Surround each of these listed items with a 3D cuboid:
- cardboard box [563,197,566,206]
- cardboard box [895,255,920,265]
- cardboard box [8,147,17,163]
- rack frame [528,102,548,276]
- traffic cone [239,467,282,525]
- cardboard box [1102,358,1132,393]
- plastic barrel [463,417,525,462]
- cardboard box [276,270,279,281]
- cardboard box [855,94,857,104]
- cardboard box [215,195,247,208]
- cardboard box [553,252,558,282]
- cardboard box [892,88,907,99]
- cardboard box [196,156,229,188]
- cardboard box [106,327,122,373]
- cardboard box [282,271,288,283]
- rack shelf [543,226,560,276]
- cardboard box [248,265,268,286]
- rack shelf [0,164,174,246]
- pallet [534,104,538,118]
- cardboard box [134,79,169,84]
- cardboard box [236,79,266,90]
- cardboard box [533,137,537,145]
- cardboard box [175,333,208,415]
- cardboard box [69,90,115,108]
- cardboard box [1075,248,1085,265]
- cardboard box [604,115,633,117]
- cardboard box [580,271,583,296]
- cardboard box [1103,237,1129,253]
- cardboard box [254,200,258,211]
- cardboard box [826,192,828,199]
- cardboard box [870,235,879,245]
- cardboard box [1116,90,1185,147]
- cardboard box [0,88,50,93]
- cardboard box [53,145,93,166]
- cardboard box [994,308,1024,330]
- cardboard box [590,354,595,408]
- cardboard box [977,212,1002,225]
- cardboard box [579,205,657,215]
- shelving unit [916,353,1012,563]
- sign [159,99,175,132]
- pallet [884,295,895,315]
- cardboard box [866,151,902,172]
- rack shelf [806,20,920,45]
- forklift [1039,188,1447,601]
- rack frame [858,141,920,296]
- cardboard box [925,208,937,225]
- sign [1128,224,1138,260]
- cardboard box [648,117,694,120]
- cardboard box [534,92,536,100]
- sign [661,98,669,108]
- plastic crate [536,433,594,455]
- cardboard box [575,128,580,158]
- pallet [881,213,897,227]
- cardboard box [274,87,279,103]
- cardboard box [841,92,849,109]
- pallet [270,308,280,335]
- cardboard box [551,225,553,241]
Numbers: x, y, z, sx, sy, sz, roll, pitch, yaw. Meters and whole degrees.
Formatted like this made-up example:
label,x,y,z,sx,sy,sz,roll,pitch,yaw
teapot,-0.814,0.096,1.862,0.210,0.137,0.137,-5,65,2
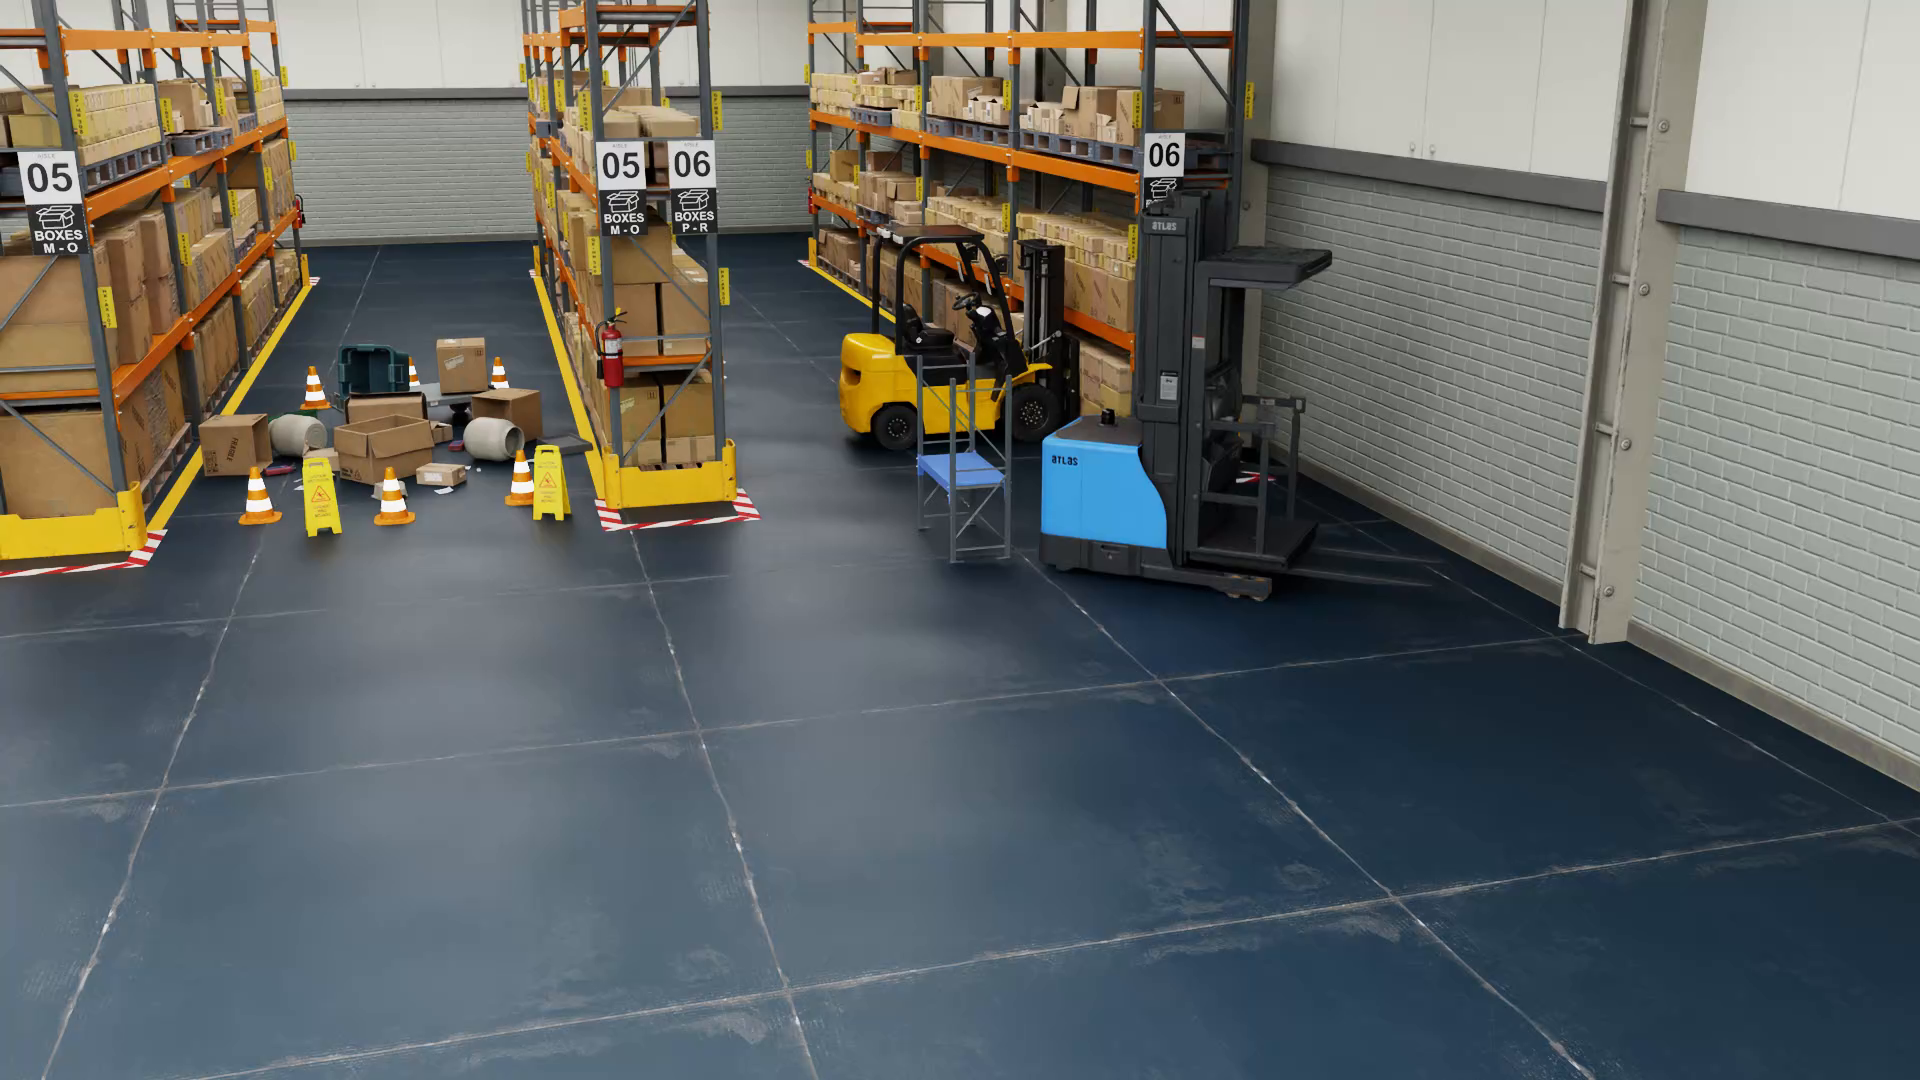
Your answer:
label,x,y,z,sx,sy,sz,roll,pitch,yaw
cardboard box,-4.608,-3.953,20.478,0.500,0.500,0.500,-4,17,-14
cardboard box,-0.775,-4.260,25.408,0.380,0.149,0.250,-5,17,-15
cardboard box,-7.902,-3.133,13.488,0.380,0.149,0.250,-4,17,-14
rack frame,-7.010,-6.207,29.403,1.000,3.000,0.127,-5,17,-15
traffic cone,-6.125,-0.406,14.501,0.336,0.463,0.334,-5,17,-15
cardboard box,1.732,-1.641,16.512,0.500,0.250,0.500,-4,17,-13
plastic barrel,-4.636,-0.999,16.543,0.512,0.421,0.421,7,18,23
cardboard box,-10.557,-3.995,25.228,0.380,0.149,0.250,-4,17,-13
cardboard box,-1.440,-6.946,26.179,0.380,0.149,0.250,-4,17,-14
cardboard box,-10.064,-4.665,22.941,0.380,0.149,0.250,-5,18,-17
cardboard box,-6.227,-4.505,27.458,0.875,0.438,0.875,-5,17,-17
cardboard box,-0.776,-6.517,24.269,0.380,0.149,0.250,-5,17,-15
cardboard box,-11.032,-5.459,24.484,0.500,0.500,0.500,-5,18,-17
cardboard box,-7.662,-1.684,14.082,0.875,0.550,0.550,-5,17,-15
cardboard box,-10.825,-4.140,26.230,0.380,0.149,0.250,-5,17,-16
rack shelf,-5.361,-4.203,23.981,1.077,0.370,4.000,-5,17,-15
cardboard box,-10.066,-3.715,23.419,0.500,0.250,0.500,-4,17,-13
rack shelf,-7.894,-3.008,14.787,1.077,0.370,4.000,-5,17,-15
pallet,-6.126,-6.722,26.057,1.003,0.211,1.213,-5,17,-15
cardboard box,-9.904,-5.518,20.388,0.396,0.266,0.258,-5,17,-15
cardboard box,-10.805,-6.944,25.339,0.380,0.149,0.250,-4,17,-12
cardboard box,-6.987,-6.705,28.022,0.380,0.149,0.250,-5,18,-17
cardboard box,-8.701,-1.757,17.768,1.050,0.750,0.750,-5,17,-16
cardboard box,-7.479,-3.779,14.250,0.380,0.149,0.250,-5,17,-16
cardboard box,1.418,-2.960,17.292,0.380,0.149,0.250,-5,17,-15
cardboard box,-3.192,-3.836,15.345,0.380,0.149,0.250,-5,17,-15
cardboard box,-3.699,-2.798,17.361,0.500,0.500,0.500,-5,17,-15
cardboard box,1.665,-2.969,16.804,0.380,0.149,0.250,-5,17,-15
cardboard box,-10.343,-4.810,23.942,0.380,0.149,0.250,-4,17,-14
cardboard box,-2.181,-6.156,29.670,0.380,0.149,0.250,-4,17,-14
cardboard box,-1.238,-4.836,26.808,0.380,0.149,0.250,-5,17,-16
cardboard box,1.803,-4.012,15.802,0.500,0.500,0.500,-4,17,-13
cardboard box,-8.320,-3.936,14.775,0.380,0.149,0.250,-5,17,-15
cardboard box,-7.131,-3.048,13.203,0.380,0.149,0.250,-5,17,-15
cardboard box,0.905,-2.489,20.421,0.875,0.625,0.625,-4,17,-13
cardboard box,-3.510,-1.656,16.998,0.500,0.500,0.500,-4,17,-12
cardboard box,0.435,-3.998,20.748,0.380,0.149,0.250,-5,17,-17
cardboard box,-3.338,-2.997,16.287,0.700,0.500,0.500,-5,17,-16
shelving unit,0.023,-0.695,13.658,0.538,1.500,1.048,-5,17,-15
sign,-7.911,-4.235,16.587,0.100,0.325,0.005,-5,17,-15
pallet,-0.540,-3.599,25.566,1.003,0.211,1.213,-5,17,-15
cardboard box,-1.293,-6.357,28.341,0.500,0.500,0.500,-5,17,-17
rack shelf,-1.689,-8.575,28.112,1.077,0.370,4.000,-5,17,-15
forklift,2.188,-1.122,12.592,3.031,2.935,1.130,7,18,23
rack frame,-1.139,-5.494,27.029,1.000,3.000,0.127,-5,17,-15
cardboard box,-0.177,-4.411,22.816,0.500,0.250,0.500,-5,17,-15
sign,1.633,-2.804,15.648,0.100,0.325,0.005,-5,17,-15
cardboard box,-2.608,-3.737,15.014,0.380,0.149,0.250,-5,17,-15
cardboard box,-6.110,-6.508,24.694,0.396,0.266,0.258,-5,17,-16
sign,-3.193,-4.617,17.996,0.100,0.325,0.005,-5,17,-15
plastic crate,-4.069,-0.991,17.111,0.402,0.080,0.583,-12,20,-34
cardboard box,-3.438,-3.831,16.021,0.500,0.250,0.500,-5,17,-15
pallet,-0.579,-4.834,25.163,1.003,0.211,1.213,-5,17,-15
cardboard box,-11.229,-7.144,26.697,0.500,0.250,0.500,-5,17,-17
cardboard box,-1.666,-7.258,27.431,0.500,0.250,0.500,-5,18,-17
pallet,-10.427,-3.131,24.008,1.003,0.211,1.213,-5,17,-15
cardboard box,-5.479,-4.323,23.389,0.500,0.250,0.500,-5,17,-16
